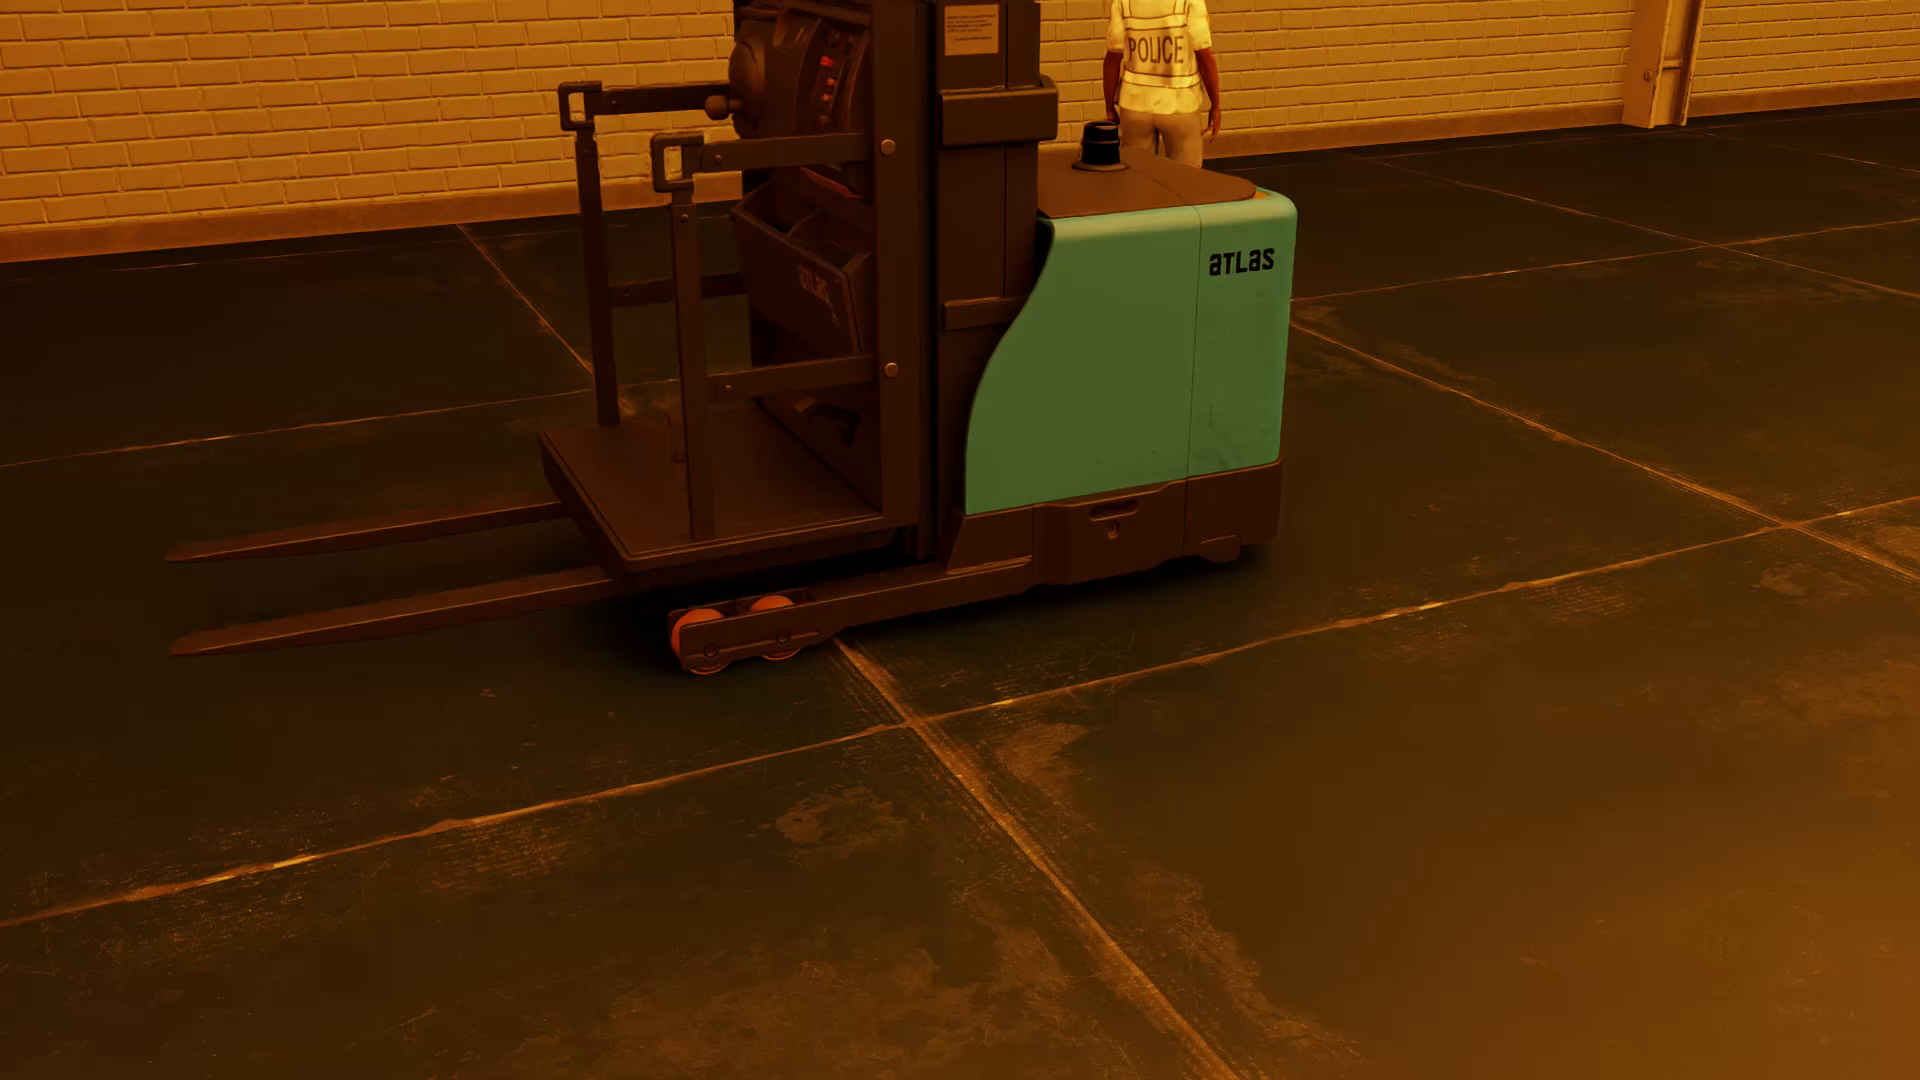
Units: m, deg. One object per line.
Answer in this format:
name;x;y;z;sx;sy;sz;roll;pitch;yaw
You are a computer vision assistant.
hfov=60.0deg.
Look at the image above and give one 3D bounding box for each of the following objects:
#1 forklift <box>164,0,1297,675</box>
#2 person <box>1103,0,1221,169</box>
forklift;-0.609;-1.238;4.266;3.031;2.935;1.130;-10;25;-23
person;0.939;-1.973;7.648;0.547;1.704;0.503;7;24;17
